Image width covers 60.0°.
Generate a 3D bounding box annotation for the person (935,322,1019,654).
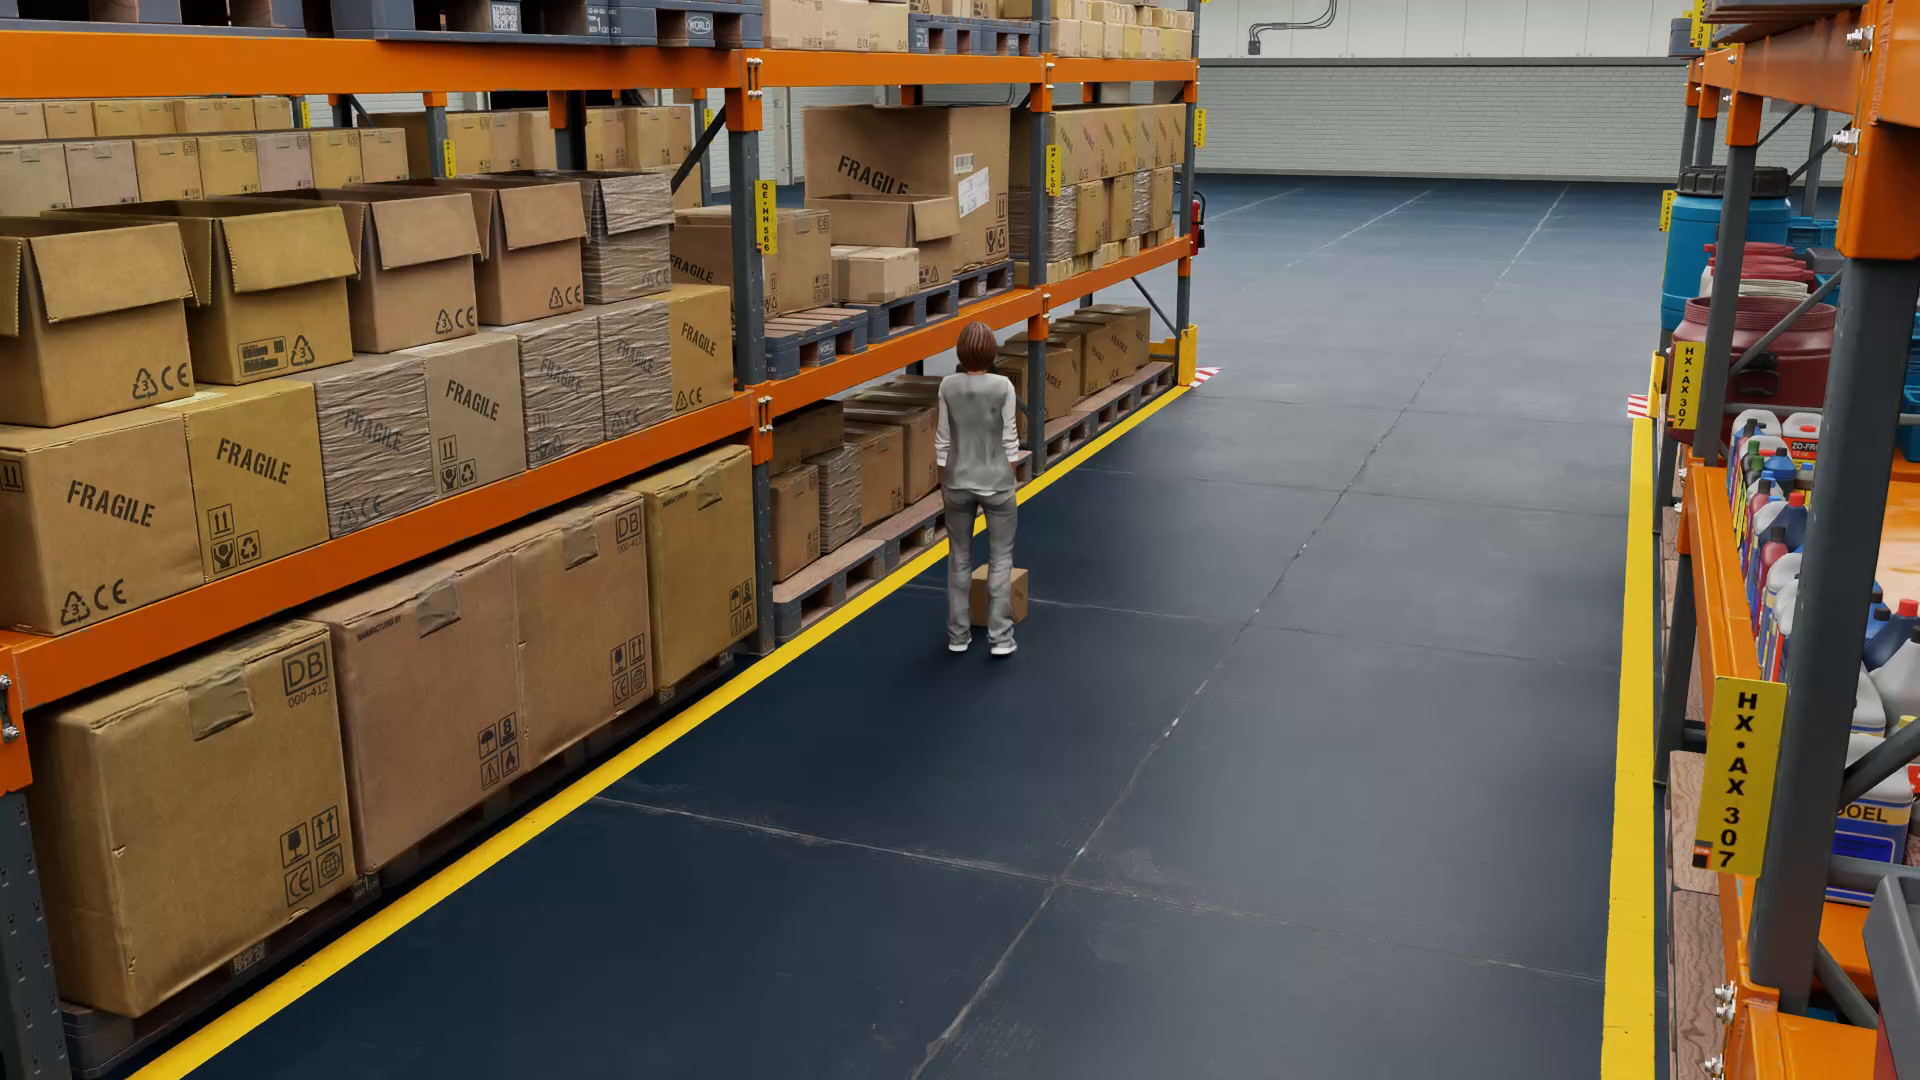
[{"bbox_3d":[0.078,-0.231,7.906,0.407,1.609,0.310,3,16,11],"label":"person"}]
